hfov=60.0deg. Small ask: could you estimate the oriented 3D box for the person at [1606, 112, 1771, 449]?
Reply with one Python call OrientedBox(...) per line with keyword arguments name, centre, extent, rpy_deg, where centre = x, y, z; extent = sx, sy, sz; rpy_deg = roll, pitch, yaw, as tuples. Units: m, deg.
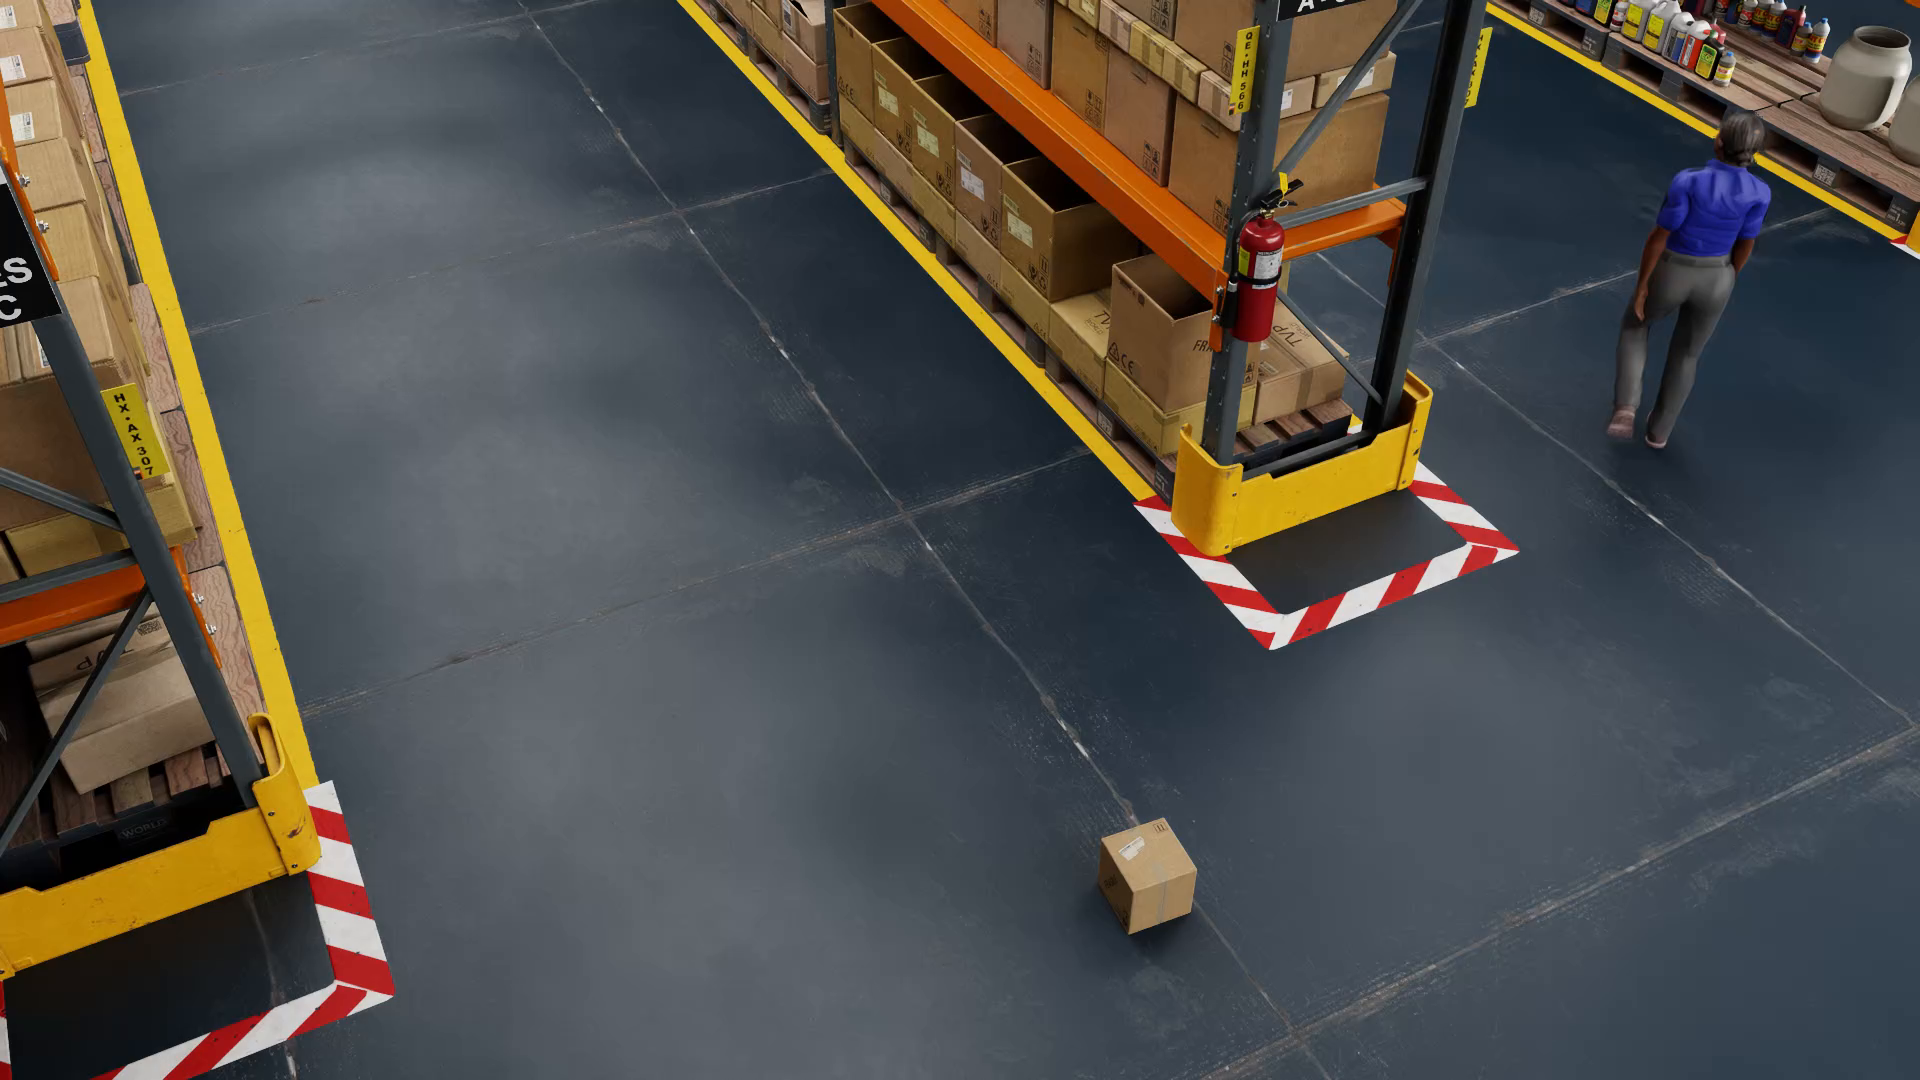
OrientedBox(name="person", centre=(3.236, -1.138, 7.423), extent=(0.452, 1.652, 0.460), rpy_deg=(11, 43, 12))
